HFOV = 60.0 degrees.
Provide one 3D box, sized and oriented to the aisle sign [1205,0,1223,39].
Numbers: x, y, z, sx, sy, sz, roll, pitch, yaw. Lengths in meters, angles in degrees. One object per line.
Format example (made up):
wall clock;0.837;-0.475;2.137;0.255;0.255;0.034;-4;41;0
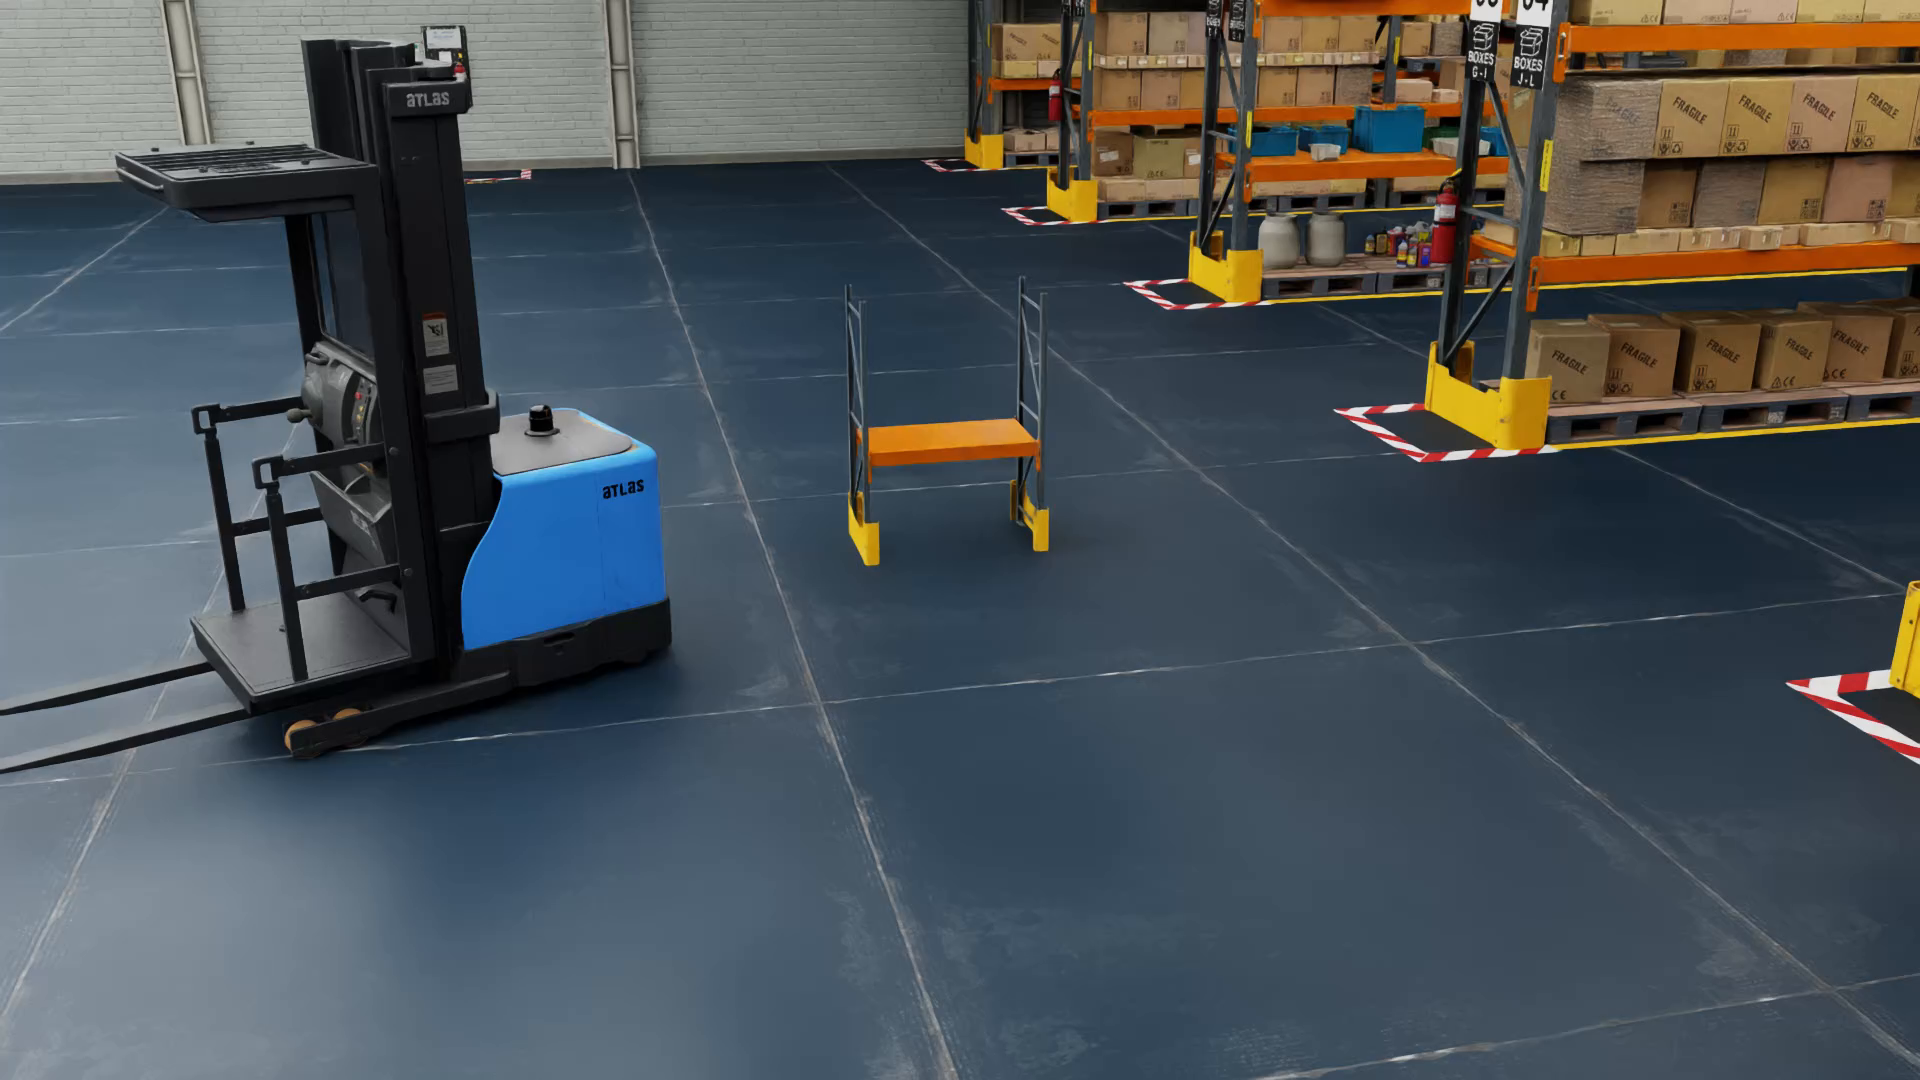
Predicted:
aisle sign;2.433;-5.199;15.868;0.004;0.787;0.394;-5;21;-12

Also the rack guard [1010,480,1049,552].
rack guard;0.410;-0.151;9.863;0.087;0.250;0.587;-5;21;-12

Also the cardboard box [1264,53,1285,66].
cardboard box;3.877;-6.018;20.794;0.250;0.149;0.380;-4;21;-11

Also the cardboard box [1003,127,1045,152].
cardboard box;0.986;-6.170;25.566;0.500;0.311;0.500;-7;21;-19

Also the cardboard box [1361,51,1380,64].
cardboard box;5.113;-6.118;21.067;0.250;0.149;0.380;-5;21;-13

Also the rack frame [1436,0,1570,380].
rack frame;3.711;-2.227;11.533;0.127;3.000;1.000;-5;21;-12

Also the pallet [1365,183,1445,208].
pallet;6.036;-4.622;22.125;1.213;0.211;1.003;-5;21;-12

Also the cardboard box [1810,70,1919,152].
cardboard box;6.256;-2.993;11.592;0.500;0.500;0.500;-5;21;-12

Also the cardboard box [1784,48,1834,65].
cardboard box;11.408;-6.577;22.652;0.500;0.500;0.700;-10;23;-26

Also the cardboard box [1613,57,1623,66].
cardboard box;10.707;-7.850;27.219;0.250;0.149;0.380;-5;21;-12

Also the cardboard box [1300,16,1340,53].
cardboard box;4.406;-6.438;20.998;0.500;0.500;0.700;-5;21;-13

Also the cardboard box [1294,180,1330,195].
cardboard box;4.438;-4.620;21.452;0.500;0.250;0.500;-5;21;-12

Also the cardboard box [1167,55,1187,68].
cardboard box;2.612;-5.914;20.510;0.250;0.149;0.380;-5;21;-13

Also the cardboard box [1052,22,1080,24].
cardboard box;1.696;-7.680;25.517;0.500;0.500;0.500;-5;21;-14

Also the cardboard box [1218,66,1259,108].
cardboard box;3.399;-5.746;20.995;0.500;0.500;0.700;-4;21;-11

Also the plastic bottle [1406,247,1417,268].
plastic bottle;4.508;-2.825;16.594;0.097;0.201;0.097;0;20;0

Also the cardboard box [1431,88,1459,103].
cardboard box;6.237;-5.744;21.499;0.250;0.149;0.380;-5;21;-12

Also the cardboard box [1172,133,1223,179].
cardboard box;2.978;-4.854;21.000;0.500;0.500;0.500;-5;21;-12

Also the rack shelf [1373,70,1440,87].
rack shelf;6.131;-7.338;26.532;4.000;0.370;1.077;-5;21;-12

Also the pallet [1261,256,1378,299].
pallet;3.427;-2.660;16.769;1.213;0.211;1.003;-5;21;-12

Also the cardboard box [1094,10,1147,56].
cardboard box;1.944;-6.236;20.447;0.500;0.500;0.700;-5;21;-12

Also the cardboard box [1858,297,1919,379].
cardboard box;7.206;-1.549;12.705;0.500;0.500;0.500;-5;21;-14

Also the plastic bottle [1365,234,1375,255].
plastic bottle;4.258;-3.070;17.262;0.097;0.201;0.097;0;20;0

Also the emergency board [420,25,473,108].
emergency board;-7.479;-6.888;24.258;0.643;1.169;0.194;-5;21;-12

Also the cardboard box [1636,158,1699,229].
cardboard box;4.712;-2.528;11.776;0.500;0.500;0.875;-5;21;-12

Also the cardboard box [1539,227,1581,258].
cardboard box;4.044;-2.052;11.420;0.250;0.149;0.380;-5;21;-12

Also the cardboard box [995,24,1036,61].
cardboard box;0.826;-7.429;24.834;0.500;0.500;0.500;-5;21;-12

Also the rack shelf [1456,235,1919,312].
rack shelf;5.658;-2.048;12.089;4.000;0.370;1.077;-5;21;-12

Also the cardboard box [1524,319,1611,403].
cardboard box;4.323;-1.294;12.011;0.500;0.500;0.500;-1;20;-2

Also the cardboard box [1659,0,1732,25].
cardboard box;4.740;-3.560;11.028;0.500;0.250;0.500;-5;21;-14

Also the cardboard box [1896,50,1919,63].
cardboard box;13.541;-6.666;23.505;0.500;0.500;0.500;-4;21;-12

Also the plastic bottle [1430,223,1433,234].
plastic bottle;4.986;-3.191;17.376;0.185;0.351;0.144;-5;21;-13

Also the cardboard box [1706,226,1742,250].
cardboard box;5.258;-2.153;11.696;0.250;0.149;0.380;-5;21;-12

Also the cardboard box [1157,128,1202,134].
cardboard box;2.859;-5.028;21.475;0.500;0.500;0.500;-5;21;-12

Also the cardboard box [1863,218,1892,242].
cardboard box;6.469;-2.261;11.992;0.250;0.149;0.380;-5;21;-12

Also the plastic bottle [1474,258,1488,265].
plastic bottle;5.244;-2.929;16.771;0.135;0.276;0.152;-4;21;-11

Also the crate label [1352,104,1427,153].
crate label;4.301;-4.138;16.698;0.616;0.435;0.502;-5;21;-12

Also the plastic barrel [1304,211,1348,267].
plastic barrel;3.682;-3.031;16.735;0.421;0.512;0.421;0;20;0

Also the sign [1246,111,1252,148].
sign;2.694;-3.830;15.508;0.005;0.325;0.100;-5;21;-12

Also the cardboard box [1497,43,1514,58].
cardboard box;8.609;-7.983;26.640;0.500;0.500;0.500;-4;21;-11

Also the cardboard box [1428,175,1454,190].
cardboard box;6.275;-4.755;21.821;0.500;0.250;0.500;-4;21;-11

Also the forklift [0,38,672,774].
forklift;-2.911;-0.630;7.274;3.031;2.935;1.130;-14;25;-34

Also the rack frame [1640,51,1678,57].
rack frame;9.221;-6.177;22.315;0.127;3.000;1.000;-5;21;-12

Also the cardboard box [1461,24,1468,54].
cardboard box;8.476;-8.156;27.112;0.500;0.500;0.500;-5;21;-12

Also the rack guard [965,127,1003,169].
rack guard;0.366;-6.033;25.559;0.348;0.500;1.175;-5;21;-12

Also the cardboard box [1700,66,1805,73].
cardboard box;5.651;-3.126;11.957;0.500;0.500;0.500;-5;21;-12

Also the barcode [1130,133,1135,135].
barcode;2.717;-6.375;26.201;0.075;0.075;0.001;-5;21;-12

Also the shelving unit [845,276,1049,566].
shelving unit;-0.074;-0.698;9.540;1.083;1.500;0.587;-5;21;-12

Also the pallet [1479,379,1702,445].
pallet;4.584;-0.976;12.173;1.213;0.211;1.003;-5;21;-12

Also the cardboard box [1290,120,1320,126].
cardboard box;5.388;-6.672;26.663;0.500;0.500;0.700;-5;21;-14

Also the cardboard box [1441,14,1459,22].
cardboard box;7.748;-8.355;26.534;0.250;0.149;0.380;-7;21;-20

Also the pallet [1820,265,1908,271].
pallet;9.594;-3.160;18.136;1.213;0.211;1.003;-5;21;-12

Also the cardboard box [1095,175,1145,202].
cardboard box;2.008;-4.417;20.900;0.500;0.250;0.500;-5;21;-12

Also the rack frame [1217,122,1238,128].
rack frame;4.185;-7.518;25.976;0.127;3.000;1.000;-5;21;-12
